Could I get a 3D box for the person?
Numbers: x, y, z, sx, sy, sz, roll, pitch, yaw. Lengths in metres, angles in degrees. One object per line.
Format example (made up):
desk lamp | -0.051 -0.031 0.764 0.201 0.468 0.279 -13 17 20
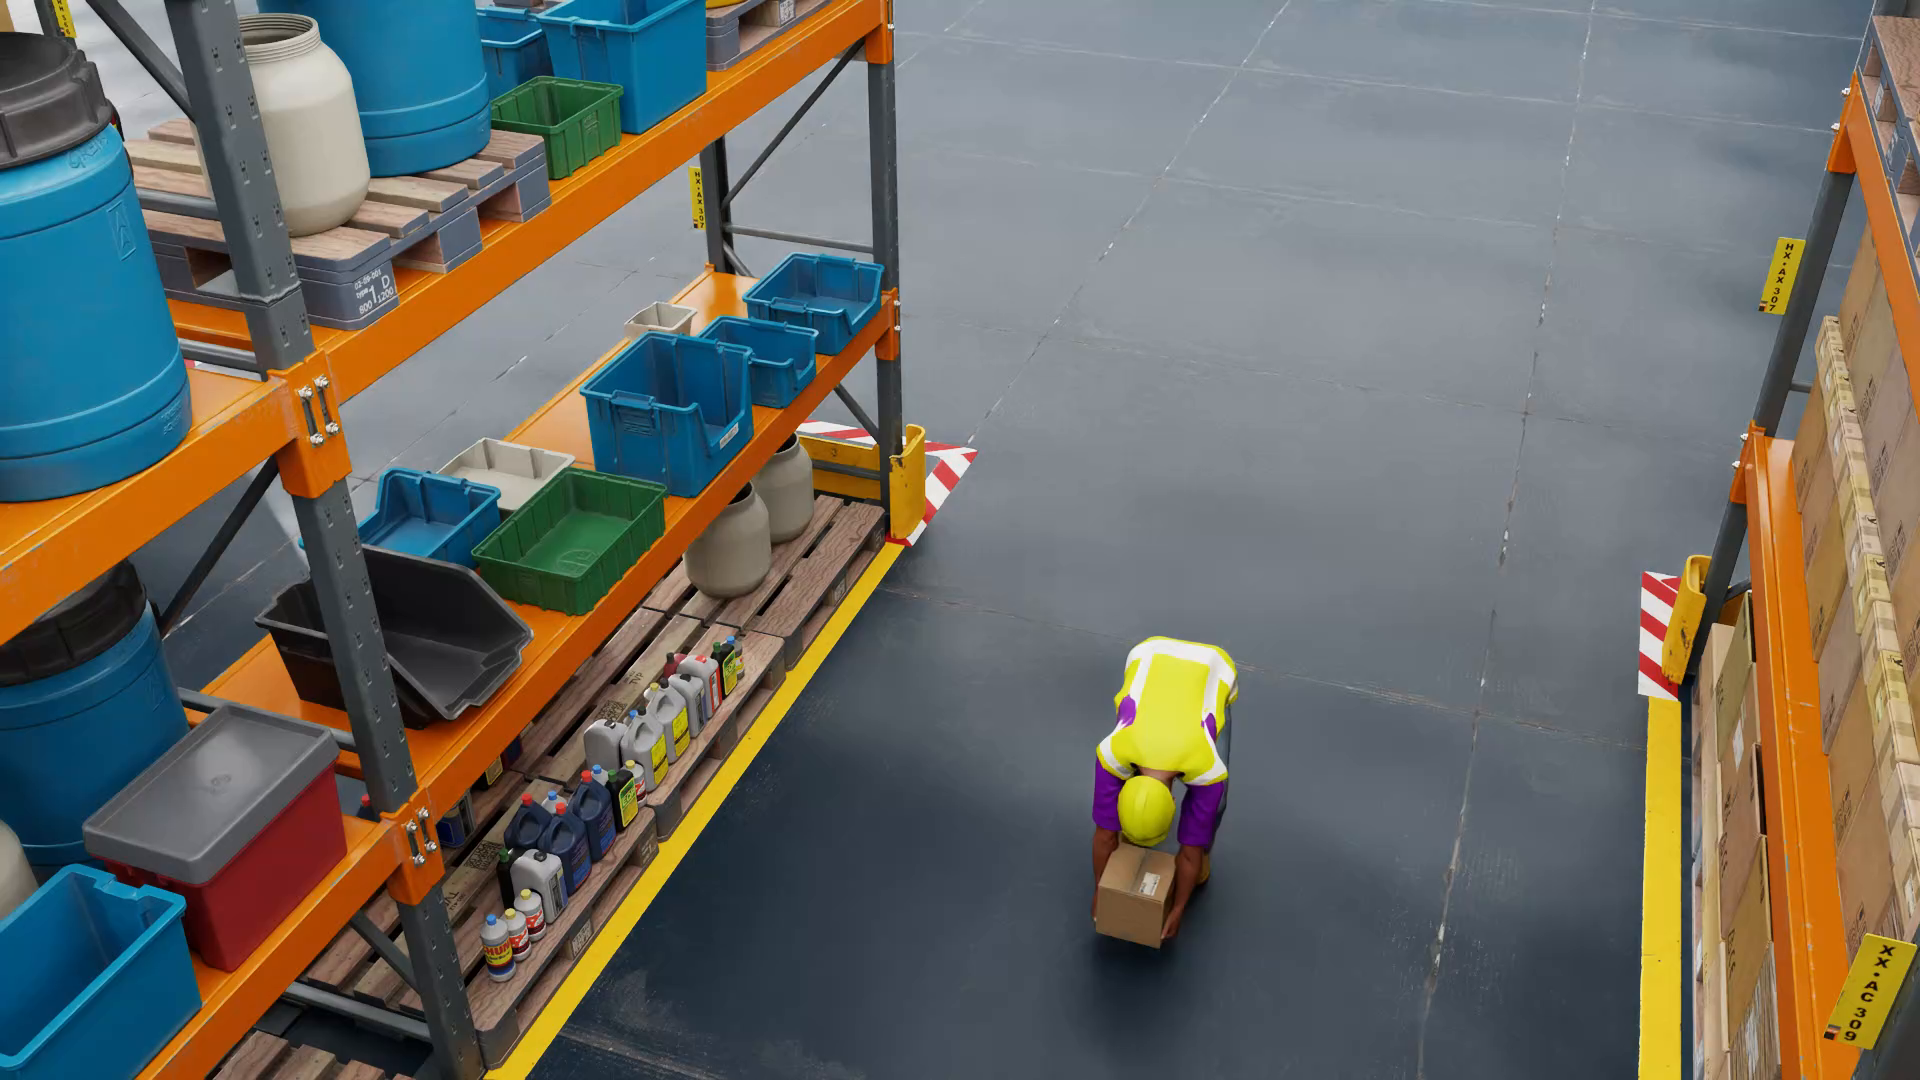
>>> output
person | 0.771 0.961 6.334 0.500 1.006 0.976 10 34 15
